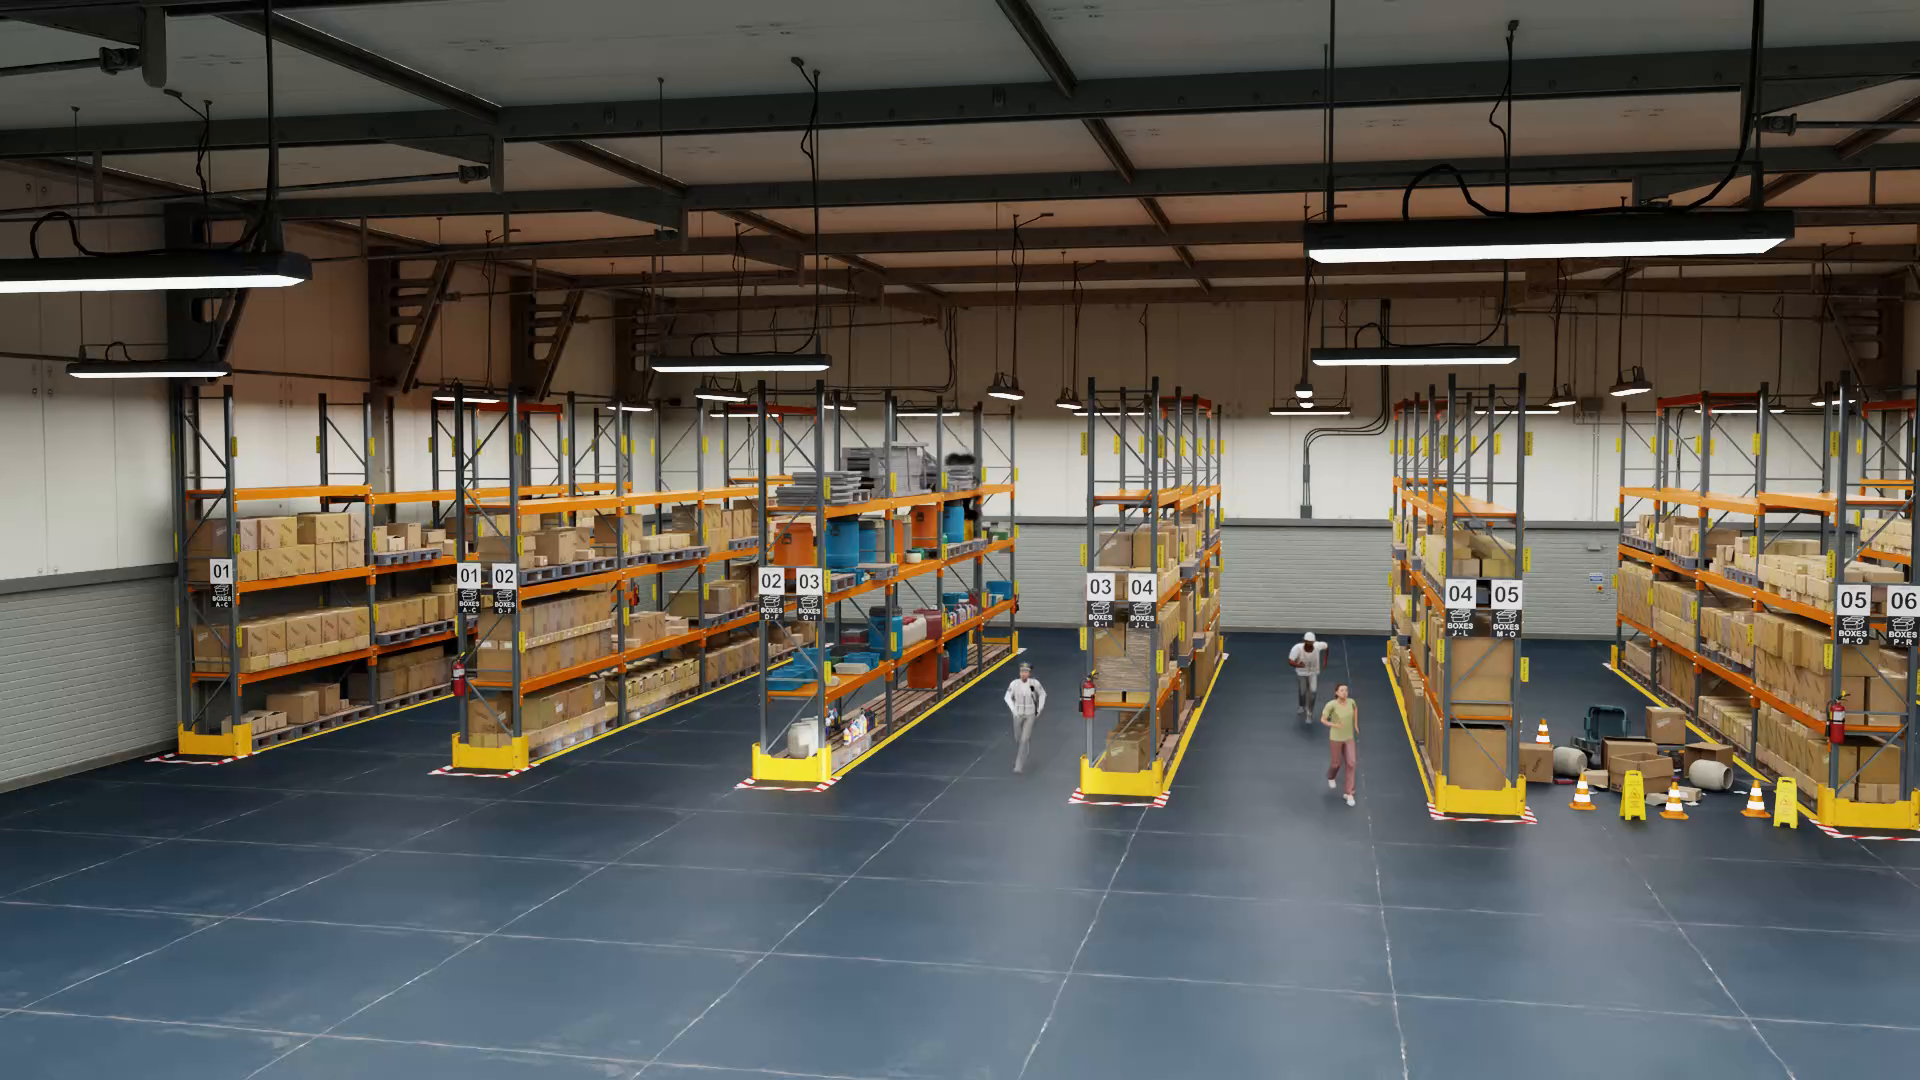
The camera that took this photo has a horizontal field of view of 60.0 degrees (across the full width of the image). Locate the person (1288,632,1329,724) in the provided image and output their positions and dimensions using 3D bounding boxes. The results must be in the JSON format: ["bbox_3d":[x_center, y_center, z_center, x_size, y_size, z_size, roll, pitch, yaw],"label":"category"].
[{"bbox_3d":[6.351,2.495,30.382,0.747,1.712,1.021,0,3,4],"label":"person"}]

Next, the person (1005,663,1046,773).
[{"bbox_3d":[1.016,2.728,25.923,0.641,1.684,0.855,1,3,10],"label":"person"}]

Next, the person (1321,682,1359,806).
[{"bbox_3d":[5.398,2.848,23.595,0.606,1.691,0.974,0,3,-8],"label":"person"}]
